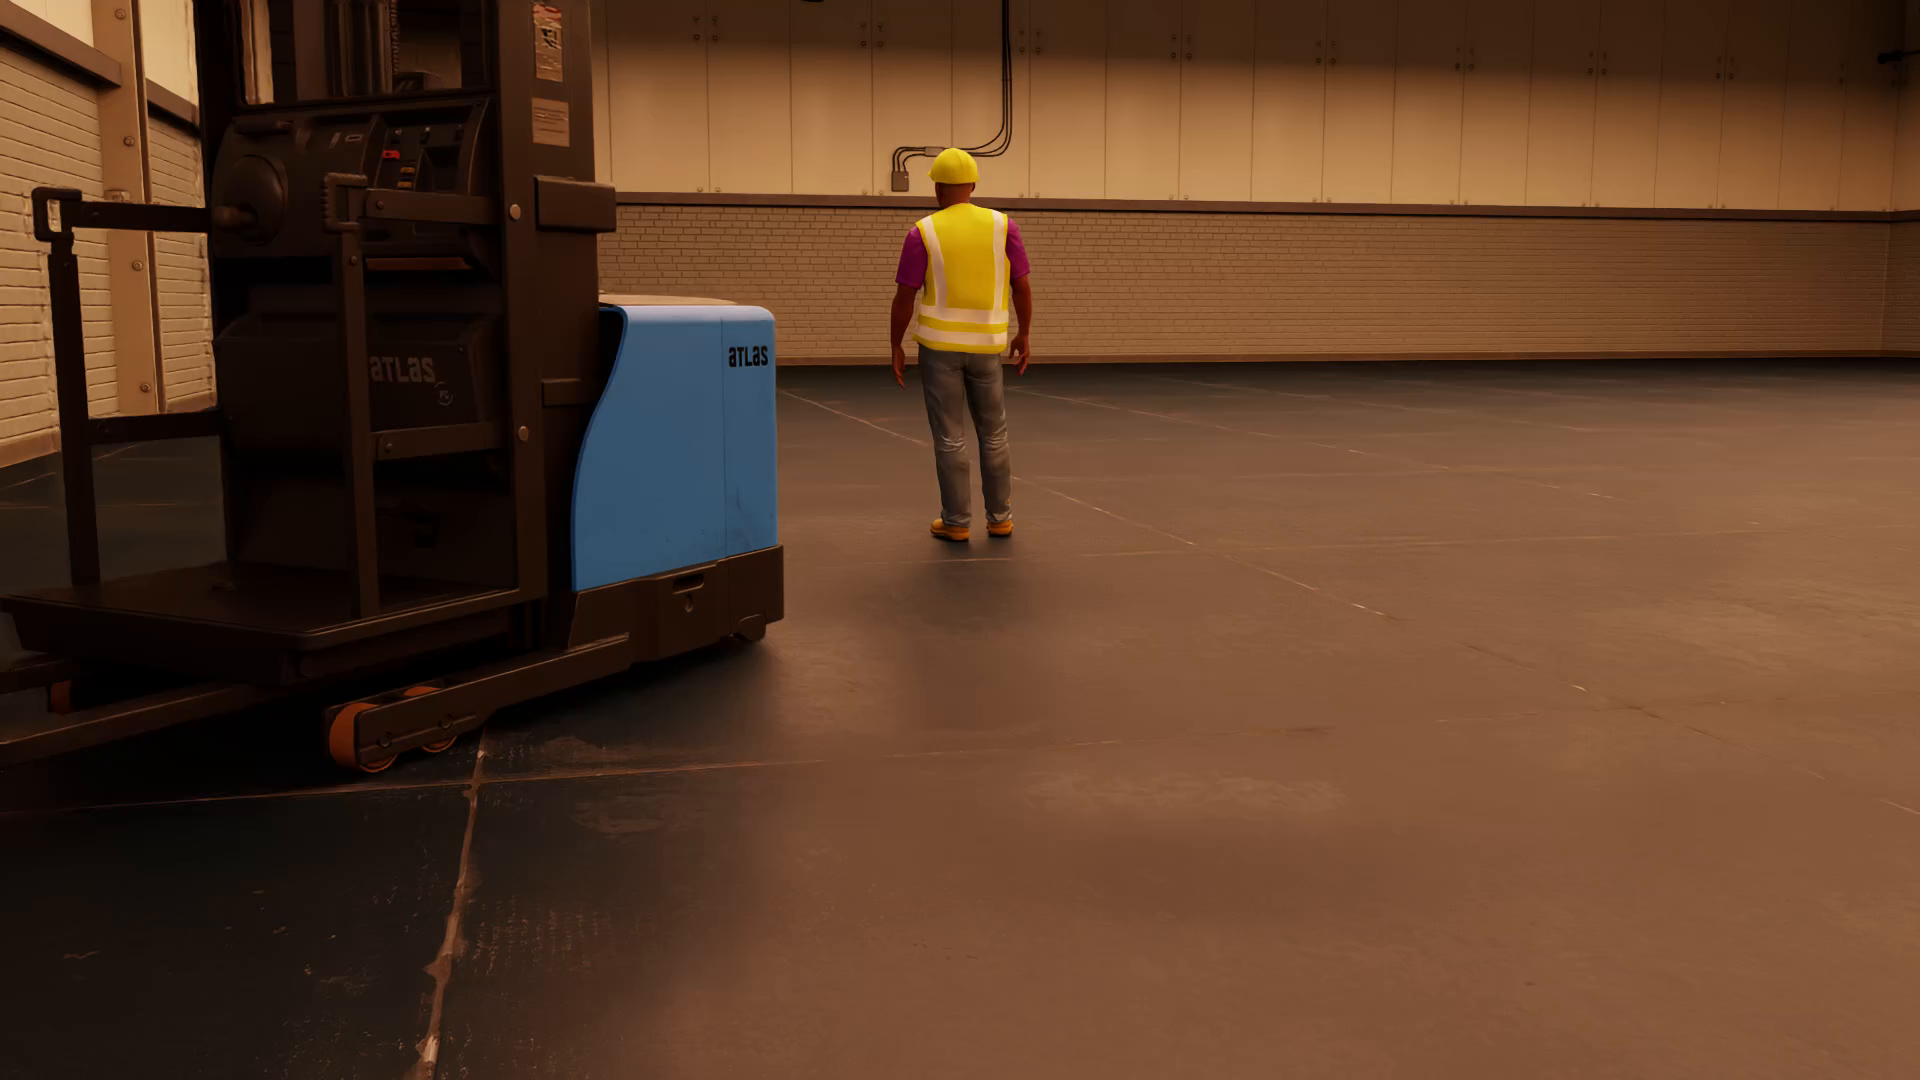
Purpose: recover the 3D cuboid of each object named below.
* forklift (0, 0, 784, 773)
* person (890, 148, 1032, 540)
[{"bbox_3d":[-1.693,-0.981,4.144,1.130,2.935,3.031,4,9,27],"label":"forklift"},{"bbox_3d":[-0.010,-0.891,7.652,0.666,1.765,0.577,-2,8,-13],"label":"person"}]
